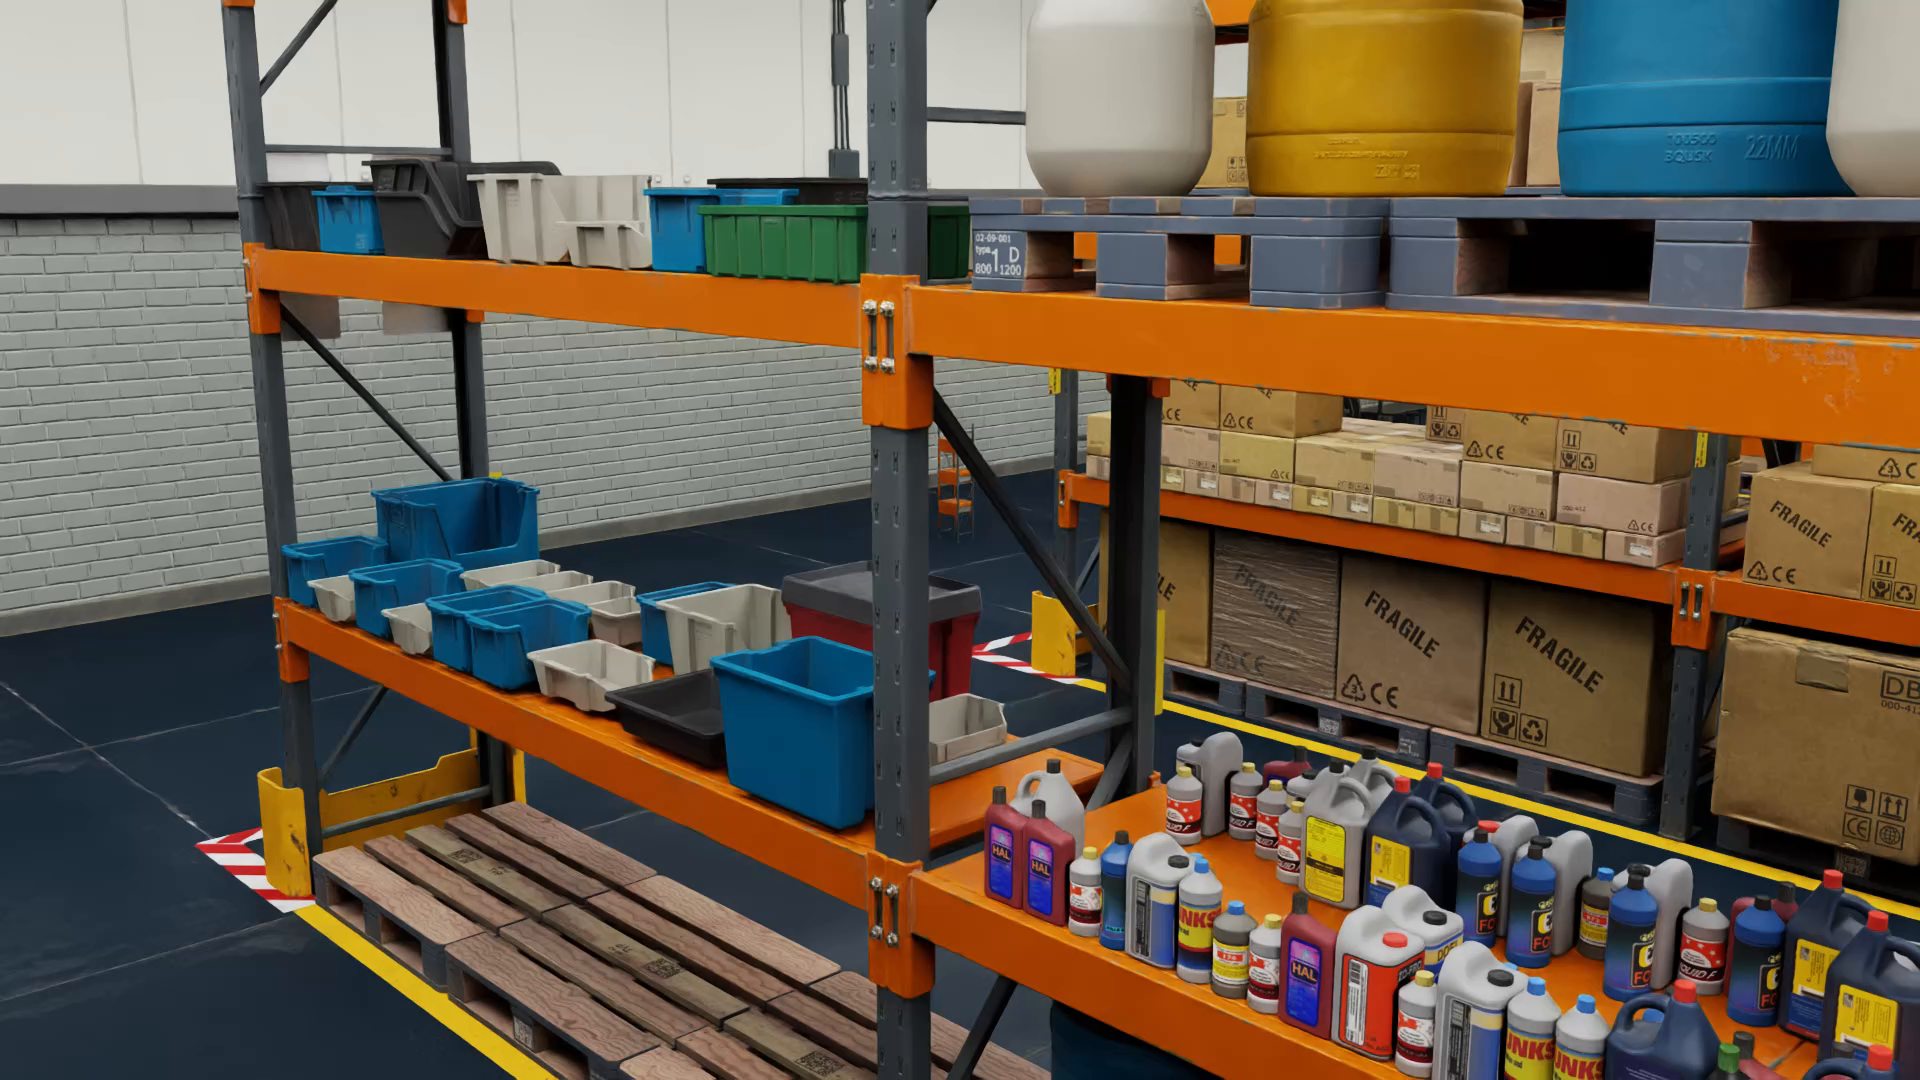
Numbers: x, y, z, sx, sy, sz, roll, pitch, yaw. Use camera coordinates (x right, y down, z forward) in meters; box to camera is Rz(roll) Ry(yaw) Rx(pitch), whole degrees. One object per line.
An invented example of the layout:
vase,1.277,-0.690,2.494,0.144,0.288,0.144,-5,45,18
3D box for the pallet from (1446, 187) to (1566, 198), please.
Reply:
pallet,3.202,-1.652,8.281,1.003,0.211,1.213,-11,16,-43

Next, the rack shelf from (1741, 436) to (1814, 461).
rack shelf,6.036,-0.721,12.761,1.077,0.370,4.000,-11,16,-43

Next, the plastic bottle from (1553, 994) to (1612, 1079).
plastic bottle,1.149,0.973,3.076,0.097,0.271,0.097,0,12,0

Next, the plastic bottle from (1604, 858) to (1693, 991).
plastic bottle,1.537,0.839,3.715,0.152,0.276,0.135,-11,16,-43

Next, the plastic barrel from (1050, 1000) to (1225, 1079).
plastic barrel,0.541,1.489,4.411,0.600,0.901,0.708,-11,16,-43

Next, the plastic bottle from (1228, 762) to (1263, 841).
plastic bottle,0.784,0.708,4.534,0.097,0.201,0.097,0,12,0

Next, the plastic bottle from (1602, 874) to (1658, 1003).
plastic bottle,1.460,0.861,3.618,0.097,0.271,0.097,0,12,0

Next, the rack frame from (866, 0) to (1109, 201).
rack frame,0.178,-2.353,4.033,1.000,3.000,0.127,-11,16,-43

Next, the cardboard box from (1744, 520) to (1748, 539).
cardboard box,6.029,-0.078,12.407,0.250,0.149,0.380,11,16,43

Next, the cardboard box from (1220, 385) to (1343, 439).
cardboard box,1.841,-0.873,9.492,0.500,0.500,0.500,11,16,44

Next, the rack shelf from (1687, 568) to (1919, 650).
rack shelf,5.141,0.539,6.644,1.077,0.370,4.000,-11,16,-43

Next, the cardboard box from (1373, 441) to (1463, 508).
cardboard box,2.553,-0.355,8.835,0.500,0.250,0.500,-10,16,-41

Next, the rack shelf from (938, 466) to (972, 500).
rack shelf,-0.037,-0.512,14.846,0.215,0.259,0.240,-11,16,-43

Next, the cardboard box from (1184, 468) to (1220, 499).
cardboard box,1.540,-0.356,9.827,0.380,0.149,0.250,-11,16,-43

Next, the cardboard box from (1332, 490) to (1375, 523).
cardboard box,2.250,-0.206,9.099,0.380,0.149,0.250,-11,16,-42

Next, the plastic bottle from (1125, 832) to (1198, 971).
plastic bottle,0.474,0.820,3.806,0.152,0.276,0.135,-11,16,-43

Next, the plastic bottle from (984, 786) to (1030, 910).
plastic bottle,0.122,0.755,4.102,0.061,0.283,0.133,-11,16,-43

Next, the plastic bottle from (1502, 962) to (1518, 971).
plastic bottle,1.099,0.952,3.350,0.097,0.201,0.097,0,12,0

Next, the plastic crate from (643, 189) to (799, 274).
plastic crate,-0.682,-0.891,4.782,0.416,0.233,0.300,-11,16,-43

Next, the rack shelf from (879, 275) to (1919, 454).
rack shelf,1.559,-0.240,2.991,1.077,0.370,4.000,-11,16,-43

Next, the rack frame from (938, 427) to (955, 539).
rack frame,-0.121,-0.540,14.930,0.200,1.050,0.008,-11,16,-43

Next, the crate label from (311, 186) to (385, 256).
crate label,-2.181,-1.215,6.312,0.408,0.251,0.502,-11,16,-43

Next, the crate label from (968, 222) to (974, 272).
crate label,0.049,-0.867,4.904,0.293,0.136,0.466,-11,16,-43

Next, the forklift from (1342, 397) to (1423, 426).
forklift,3.080,-1.048,12.734,3.031,2.935,1.130,7,14,31

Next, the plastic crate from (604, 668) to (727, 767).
plastic crate,-0.790,0.564,5.271,0.437,0.125,0.590,-11,16,-43

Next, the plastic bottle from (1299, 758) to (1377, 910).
plastic bottle,0.945,0.718,4.116,0.144,0.351,0.185,-11,16,-43

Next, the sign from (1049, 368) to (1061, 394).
sign,0.592,-1.075,10.355,0.100,0.325,0.005,-11,16,-43

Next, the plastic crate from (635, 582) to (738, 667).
plastic crate,-0.981,0.318,6.201,0.416,0.233,0.300,-11,16,-43

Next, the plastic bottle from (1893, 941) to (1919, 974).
plastic bottle,1.917,0.919,3.325,0.152,0.276,0.135,-11,16,-43

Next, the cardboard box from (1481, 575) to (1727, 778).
cardboard box,3.362,0.622,8.682,0.875,0.875,0.875,-11,16,-43

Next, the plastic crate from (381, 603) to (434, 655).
plastic crate,-2.022,0.340,6.331,0.250,0.136,0.298,-11,16,-43

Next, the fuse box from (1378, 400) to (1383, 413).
fuse box,5.874,-2.530,22.951,0.539,1.711,0.414,-11,16,-43

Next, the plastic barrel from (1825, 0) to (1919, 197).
plastic barrel,1.607,-0.810,2.600,0.433,0.535,0.433,0,12,0

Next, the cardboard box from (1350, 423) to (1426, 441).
cardboard box,2.588,-0.504,9.557,0.500,0.250,0.500,-11,16,-42

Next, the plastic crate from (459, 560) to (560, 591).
plastic crate,-1.891,0.195,7.037,0.396,0.136,0.243,-11,16,-43

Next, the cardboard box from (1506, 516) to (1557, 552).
cardboard box,2.957,-0.056,8.372,0.380,0.149,0.250,-11,16,-44

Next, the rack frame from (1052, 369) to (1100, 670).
rack frame,0.998,-0.689,10.822,1.000,3.000,0.127,-11,16,-43

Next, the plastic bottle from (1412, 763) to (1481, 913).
plastic bottle,1.177,0.725,4.083,0.144,0.351,0.185,-11,16,-43

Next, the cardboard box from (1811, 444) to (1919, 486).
cardboard box,4.207,-0.553,7.430,0.637,0.503,0.797,11,16,44

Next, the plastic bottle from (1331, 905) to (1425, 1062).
plastic bottle,0.861,0.902,3.409,0.152,0.276,0.135,-11,16,-43

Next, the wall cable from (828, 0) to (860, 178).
wall cable,-0.414,-6.508,16.229,2.277,5.999,0.120,-11,16,-43

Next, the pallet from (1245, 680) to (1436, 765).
pallet,2.445,0.961,9.726,1.003,0.211,1.213,-11,16,-43

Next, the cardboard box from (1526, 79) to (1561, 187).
cardboard box,3.176,-1.984,8.137,0.500,0.500,0.700,11,16,42

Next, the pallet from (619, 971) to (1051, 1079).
pallet,-0.358,1.849,5.414,1.003,0.211,1.213,-11,16,-43

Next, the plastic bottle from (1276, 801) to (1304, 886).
plastic bottle,0.859,0.768,4.241,0.097,0.201,0.097,0,12,0

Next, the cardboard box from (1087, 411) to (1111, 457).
cardboard box,1.134,-0.654,10.284,0.500,0.250,0.500,11,16,44

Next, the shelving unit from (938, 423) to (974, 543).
shelving unit,-0.037,-0.522,14.843,0.215,1.050,0.252,-11,16,-43

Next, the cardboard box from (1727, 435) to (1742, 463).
cardboard box,3.614,-0.650,8.410,0.500,0.500,0.500,-11,16,-43
